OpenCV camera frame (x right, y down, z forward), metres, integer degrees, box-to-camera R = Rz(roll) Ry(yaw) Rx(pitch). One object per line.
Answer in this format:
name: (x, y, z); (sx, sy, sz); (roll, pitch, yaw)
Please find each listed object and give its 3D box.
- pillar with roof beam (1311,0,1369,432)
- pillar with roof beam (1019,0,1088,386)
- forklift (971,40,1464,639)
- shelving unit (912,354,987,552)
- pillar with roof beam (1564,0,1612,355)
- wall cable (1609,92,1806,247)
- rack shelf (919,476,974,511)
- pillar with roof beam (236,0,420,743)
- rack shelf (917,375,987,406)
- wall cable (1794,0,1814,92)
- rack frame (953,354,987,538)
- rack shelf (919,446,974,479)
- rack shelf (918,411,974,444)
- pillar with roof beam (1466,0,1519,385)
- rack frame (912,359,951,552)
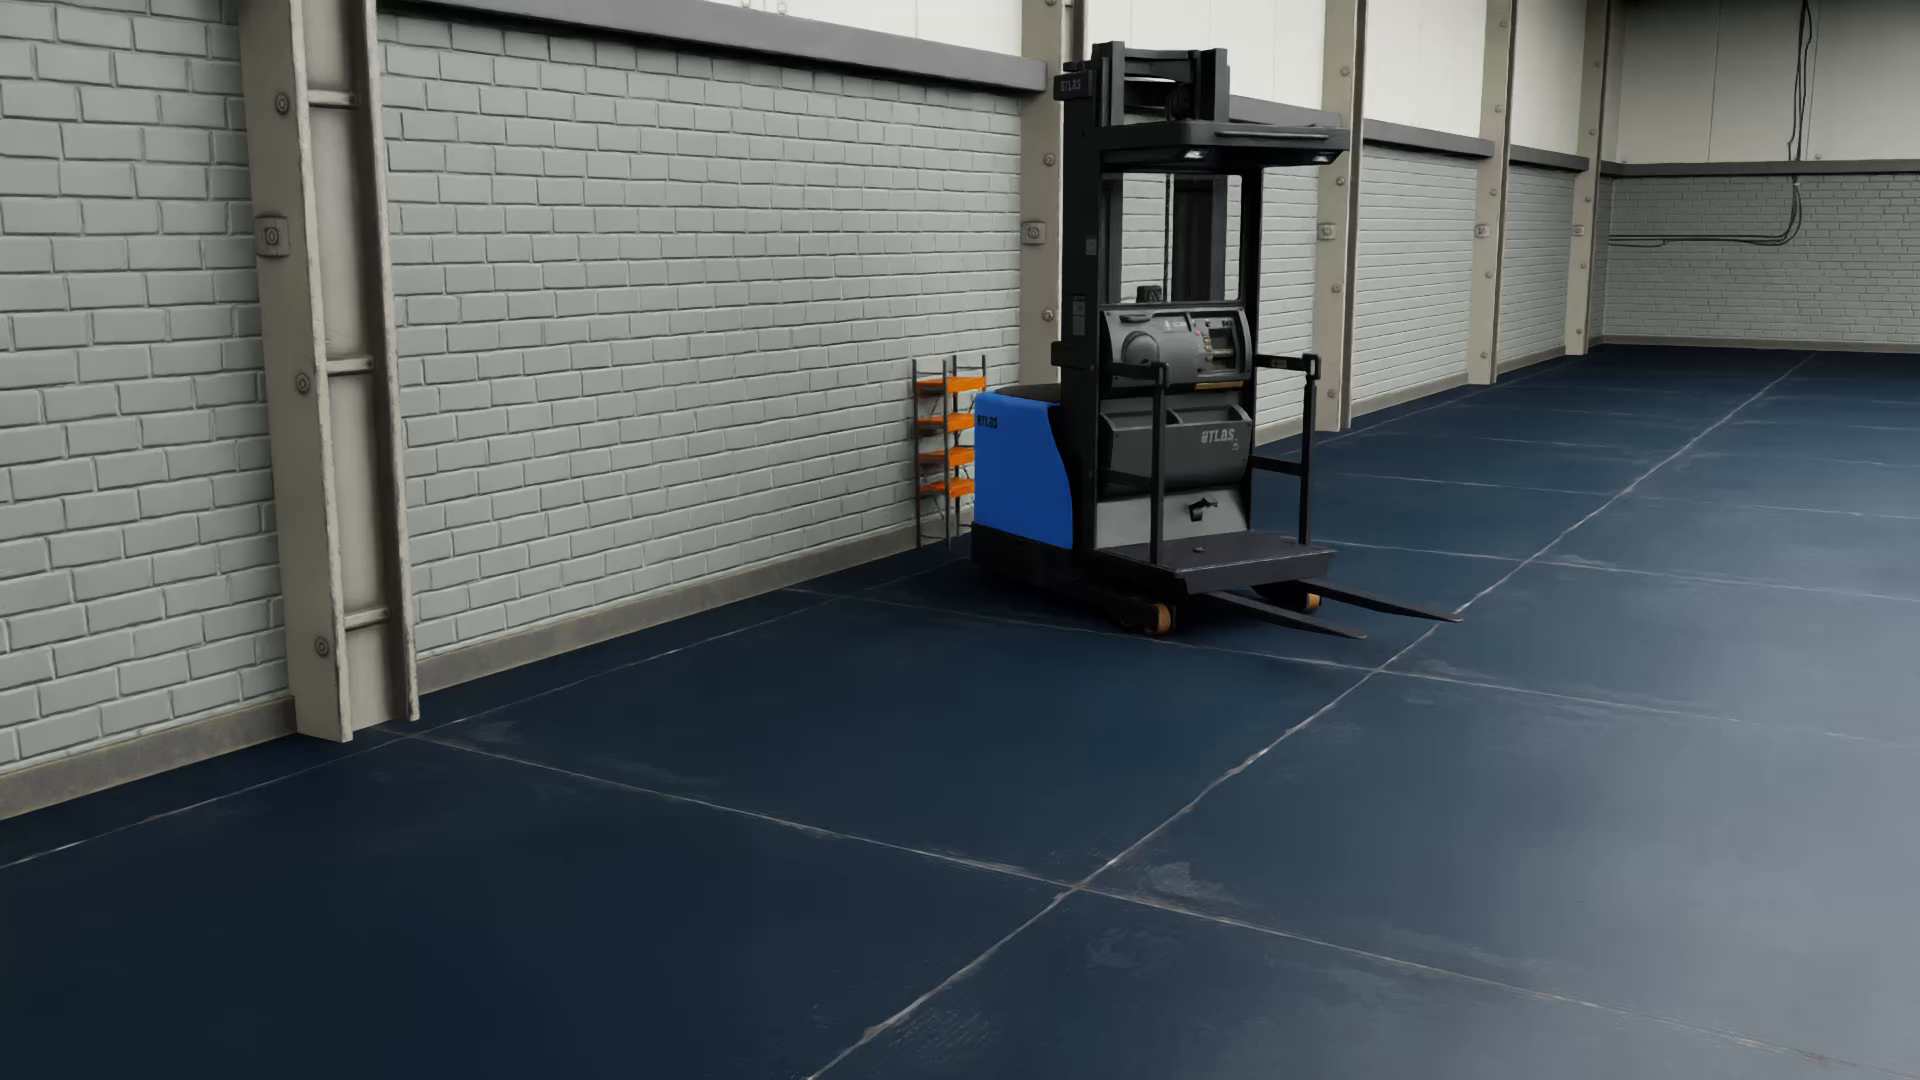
pillar with roof beam: (7.435, -5.142, 13.881); (9.100, 9.000, 0.400); (6, 12, 31)
pillar with roof beam: (4.320, -4.199, 8.841); (9.100, 9.000, 0.400); (6, 12, 31)
forklift: (1.261, -1.059, 8.559); (1.130, 2.935, 3.031); (-6, 12, -31)
shelving unit: (-0.053, -0.564, 10.601); (0.258, 1.200, 0.503); (5, 11, 30)
pillar with roof beam: (13.666, -7.029, 23.962); (9.100, 9.000, 0.400); (6, 12, 31)
wall cable: (12.646, -6.251, 28.245); (3.097, 2.526, 0.112); (6, 12, 31)
rack shelf: (-0.048, -0.302, 10.646); (0.258, 0.148, 0.480); (5, 11, 30)
pillar with roof beam: (1.205, -3.255, 3.801); (9.100, 9.000, 0.400); (6, 12, 31)
rack shelf: (-0.061, -0.951, 10.533); (0.258, 0.148, 0.480); (5, 11, 30)
wall cable: (14.958, -8.475, 26.400); (3.097, 2.526, 0.112); (6, 12, 31)
rack frame: (0.072, -0.602, 10.807); (0.240, 1.200, 0.015); (5, 11, 30)
rack shelf: (-0.052, -0.497, 10.612); (0.258, 0.148, 0.480); (5, 11, 30)
rack shelf: (-0.057, -0.718, 10.574); (0.258, 0.148, 0.480); (5, 11, 30)
pillar with roof beam: (10.550, -6.086, 18.922); (9.100, 9.000, 0.400); (6, 12, 31)
rack frame: (-0.178, -0.525, 10.395); (0.240, 1.200, 0.015); (5, 11, 30)
